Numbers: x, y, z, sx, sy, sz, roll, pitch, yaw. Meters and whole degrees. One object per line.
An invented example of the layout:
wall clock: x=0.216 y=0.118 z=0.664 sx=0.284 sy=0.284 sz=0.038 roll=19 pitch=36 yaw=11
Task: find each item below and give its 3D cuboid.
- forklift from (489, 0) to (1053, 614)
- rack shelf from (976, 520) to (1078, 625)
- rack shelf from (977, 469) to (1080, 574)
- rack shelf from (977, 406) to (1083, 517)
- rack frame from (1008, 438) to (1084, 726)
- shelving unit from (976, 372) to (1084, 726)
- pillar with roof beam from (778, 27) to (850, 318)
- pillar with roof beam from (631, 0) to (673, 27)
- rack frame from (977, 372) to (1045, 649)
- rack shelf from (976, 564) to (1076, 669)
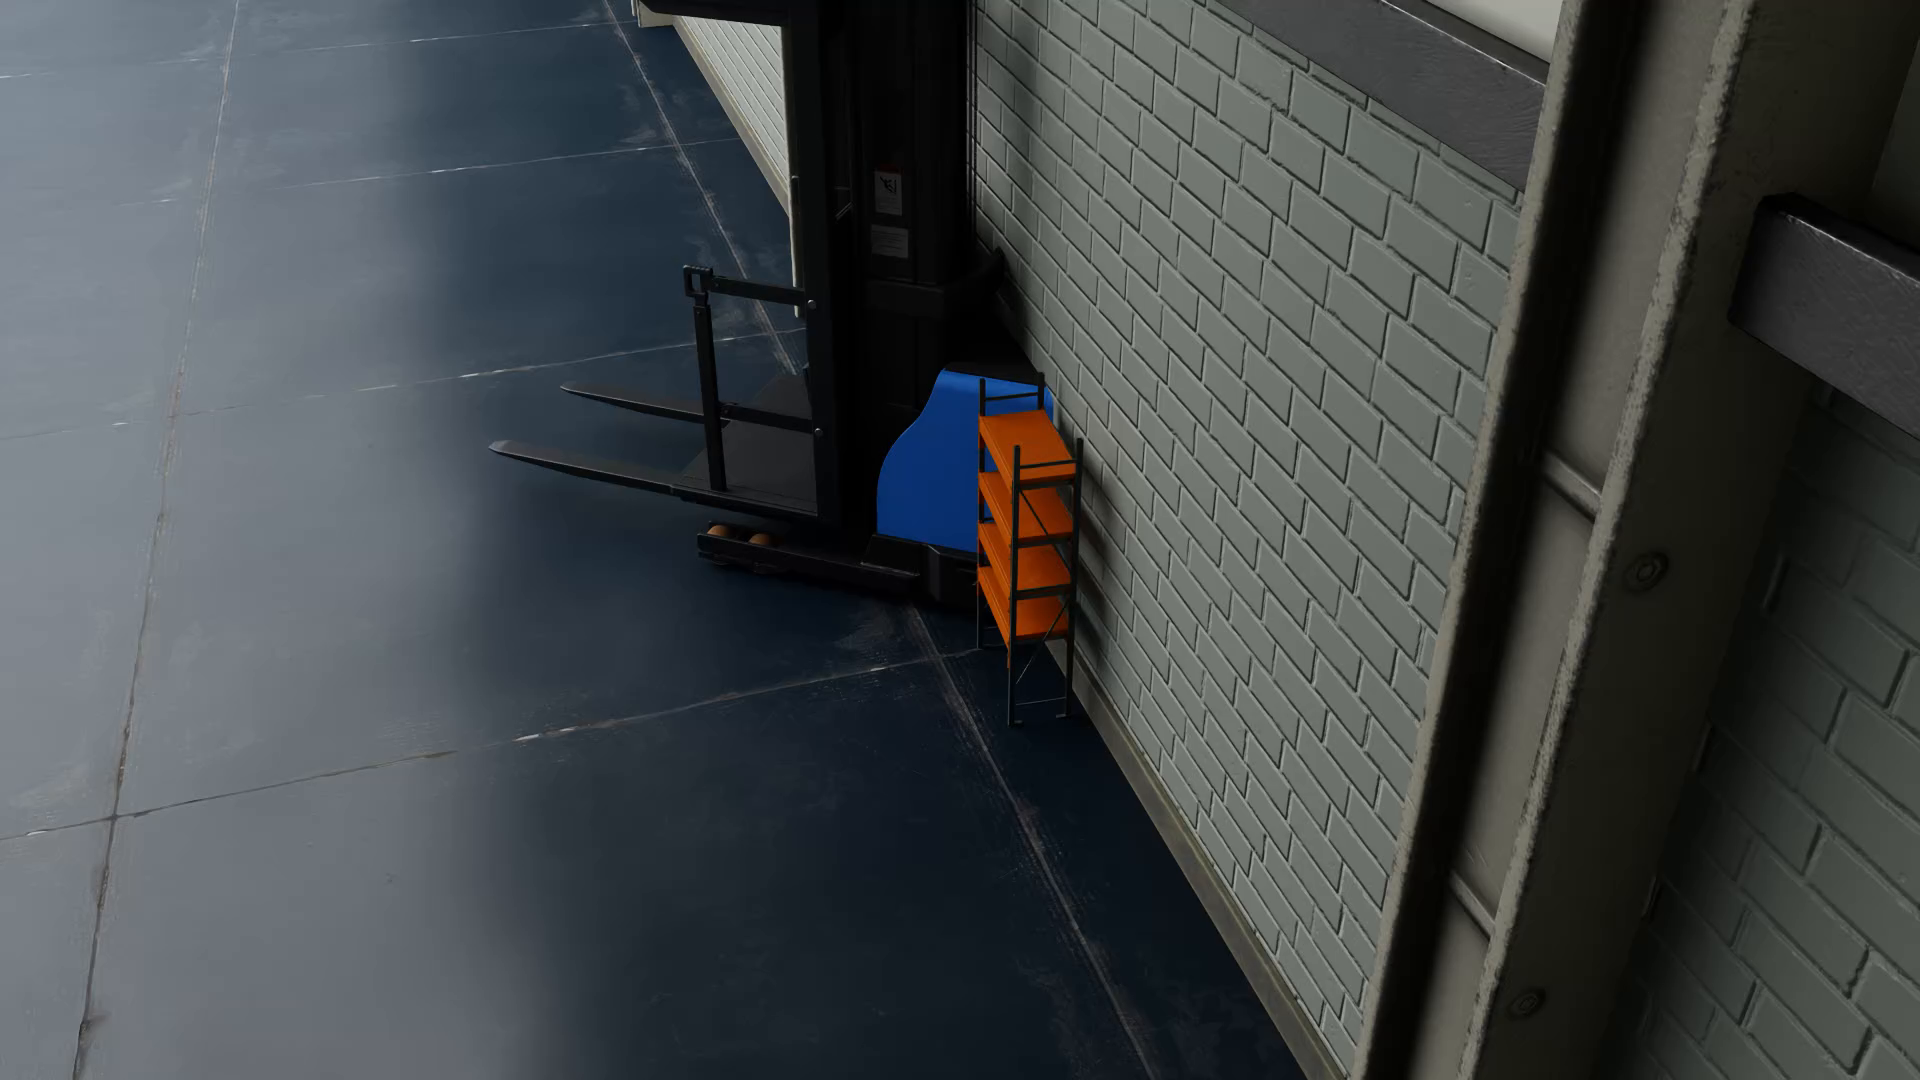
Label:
forklift: x=-0.585 y=-1.340 z=6.619 sx=3.031 sy=2.935 sz=1.130 roll=11 pitch=35 yaw=17
rack shelf: x=0.242 y=0.100 z=6.133 sx=0.258 sy=0.148 sz=0.480 roll=-7 pitch=34 yaw=-11
rack shelf: x=0.242 y=-0.087 z=6.010 sx=0.258 sy=0.148 sz=0.480 roll=-7 pitch=34 yaw=-11
rack shelf: x=0.242 y=-0.284 z=5.879 sx=0.258 sy=0.148 sz=0.480 roll=-7 pitch=34 yaw=-11
rack frame: x=0.297 y=0.175 z=5.897 sx=0.240 sy=1.200 sz=0.015 roll=-7 pitch=34 yaw=-11
shelving unit: x=0.242 y=0.044 z=6.096 sx=0.258 sy=1.200 sz=0.503 roll=-7 pitch=34 yaw=-11
pillar with roof beam: x=-4.800 y=-4.197 z=5.440 sx=9.100 sy=9.000 sz=0.400 roll=-10 pitch=35 yaw=-15
pillar with roof beam: x=-6.630 y=-7.348 z=10.207 sx=9.100 sy=9.000 sz=0.400 roll=-10 pitch=35 yaw=-15
rack frame: x=0.186 y=-0.087 z=6.294 sx=0.240 sy=1.200 sz=0.015 roll=-7 pitch=34 yaw=-11
rack shelf: x=0.242 y=0.265 z=6.242 sx=0.258 sy=0.148 sz=0.480 roll=-7 pitch=34 yaw=-11
